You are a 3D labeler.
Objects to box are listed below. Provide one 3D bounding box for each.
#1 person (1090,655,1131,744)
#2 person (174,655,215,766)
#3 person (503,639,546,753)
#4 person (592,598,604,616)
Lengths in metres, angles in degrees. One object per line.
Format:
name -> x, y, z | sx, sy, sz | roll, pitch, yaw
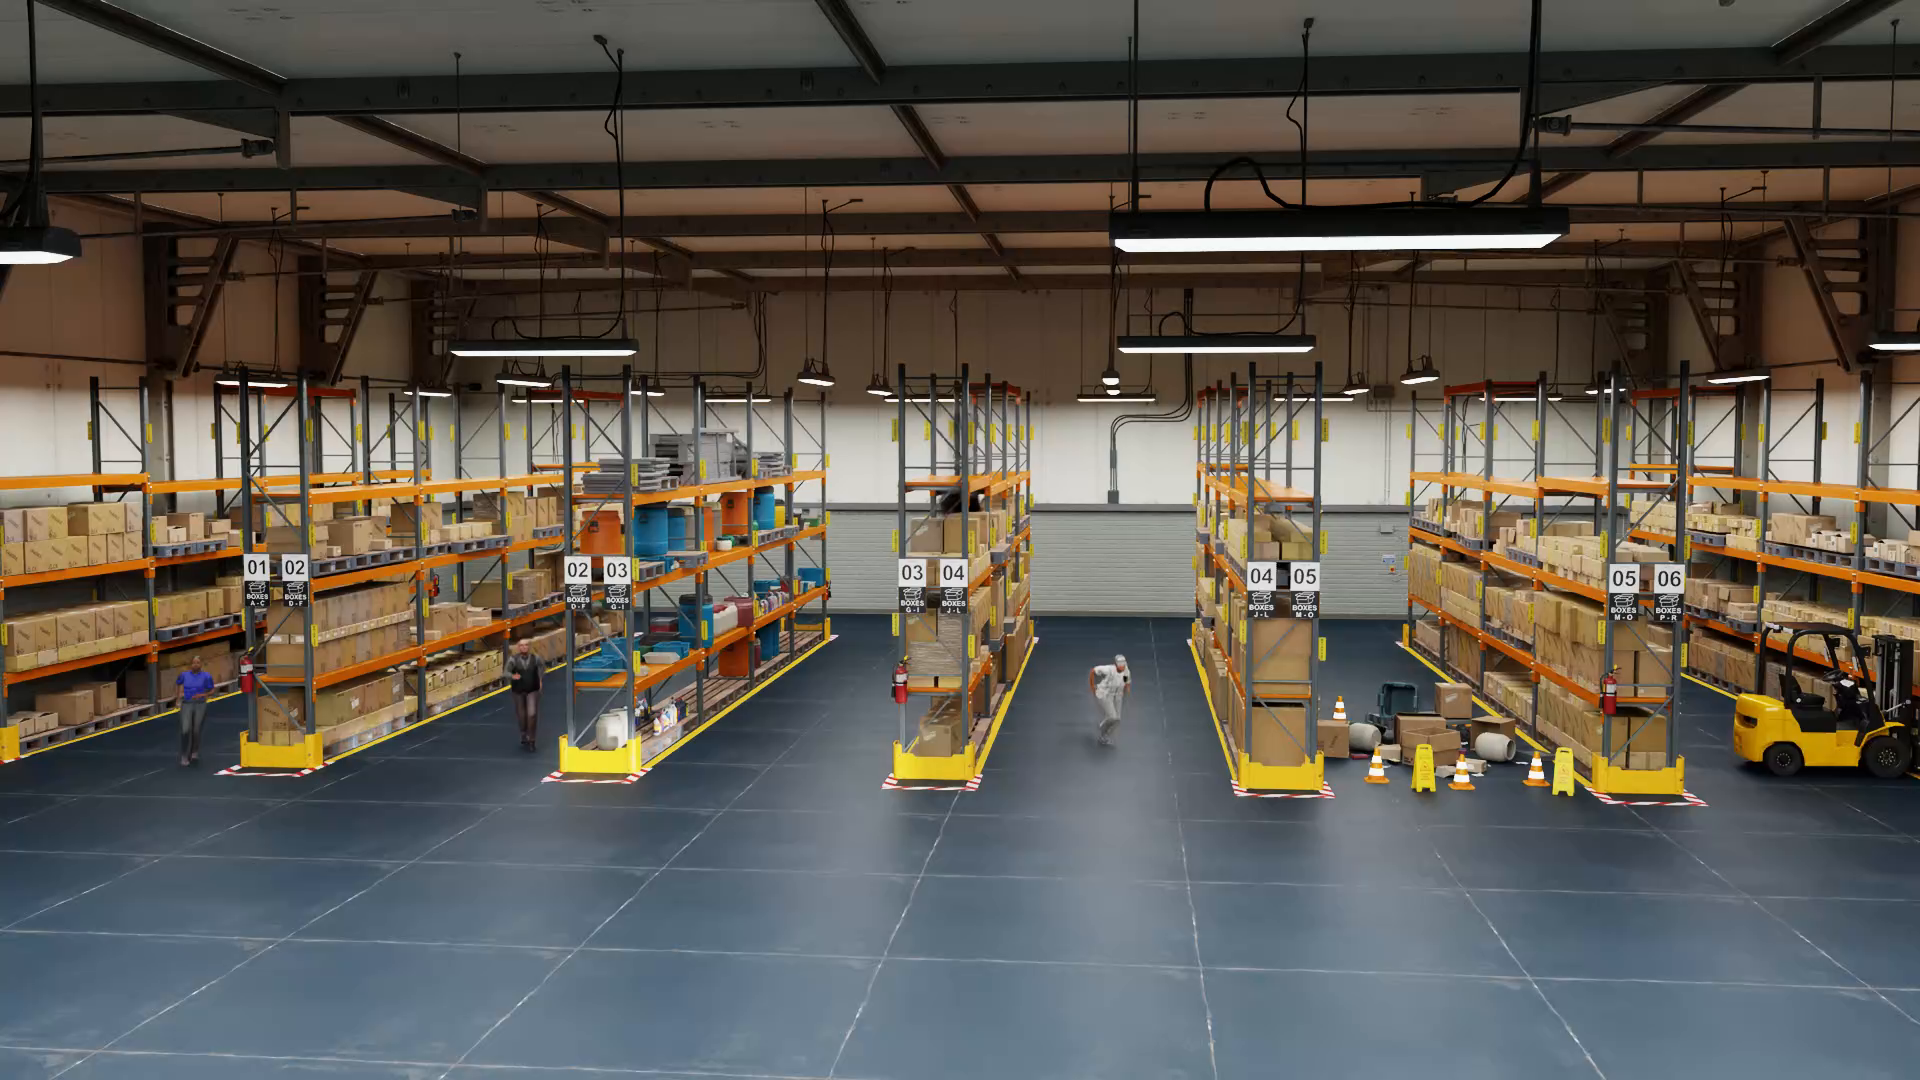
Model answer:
person -> 2.397, 2.553, 26.523 | 0.637, 1.497, 0.842 | -2, 4, -23
person -> -11.622, 2.601, 25.264 | 0.572, 1.695, 0.693 | -2, 4, -23
person -> -6.898, 2.445, 26.348 | 0.644, 1.772, 0.805 | -1, 4, -10
person -> -9.057, 1.438, 42.108 | 0.607, 1.745, 0.656 | 1, 4, 8
